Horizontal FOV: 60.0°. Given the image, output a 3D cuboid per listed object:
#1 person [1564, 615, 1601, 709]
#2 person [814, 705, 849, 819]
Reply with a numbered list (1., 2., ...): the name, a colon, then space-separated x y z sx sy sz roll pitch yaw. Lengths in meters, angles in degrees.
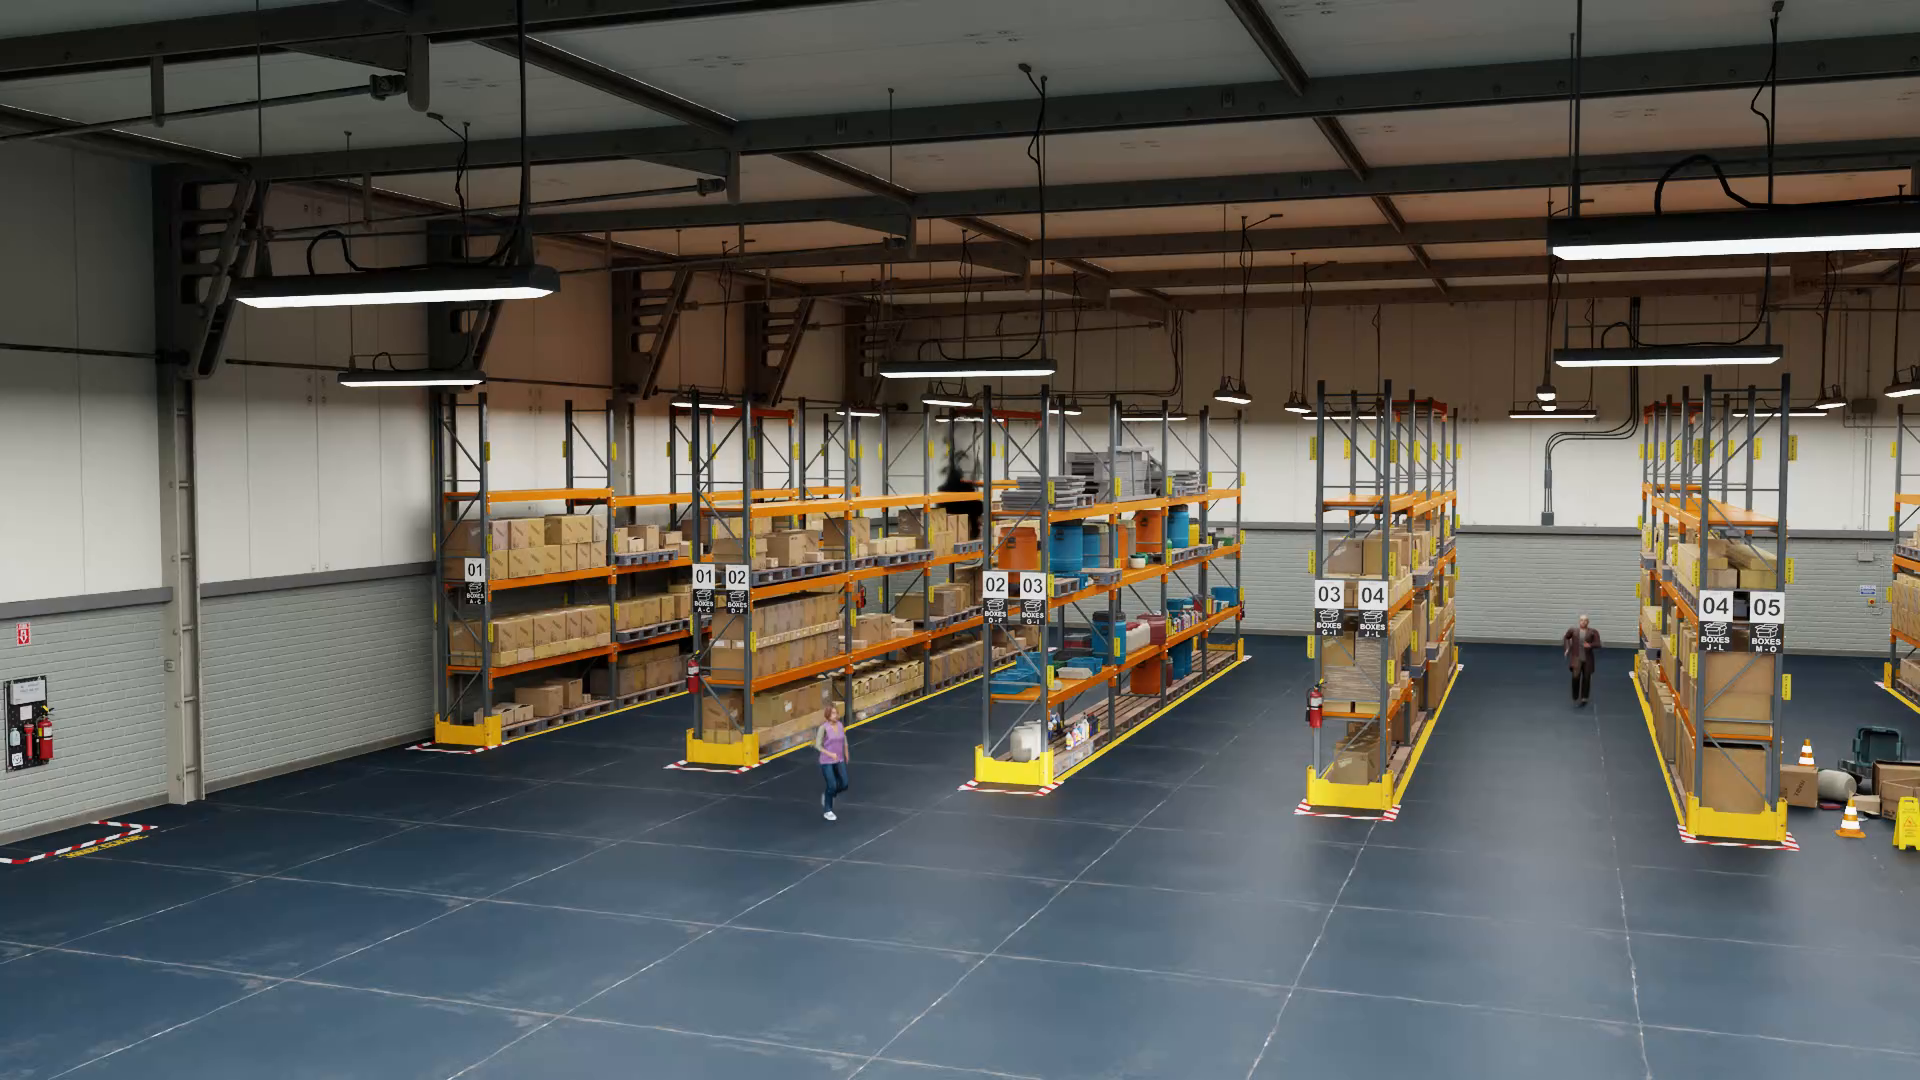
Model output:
1. person: 12.188 2.386 32.579 0.675 1.846 0.829 1 3 19
2. person: -1.718 3.018 22.596 0.584 1.557 0.567 -2 4 -39
